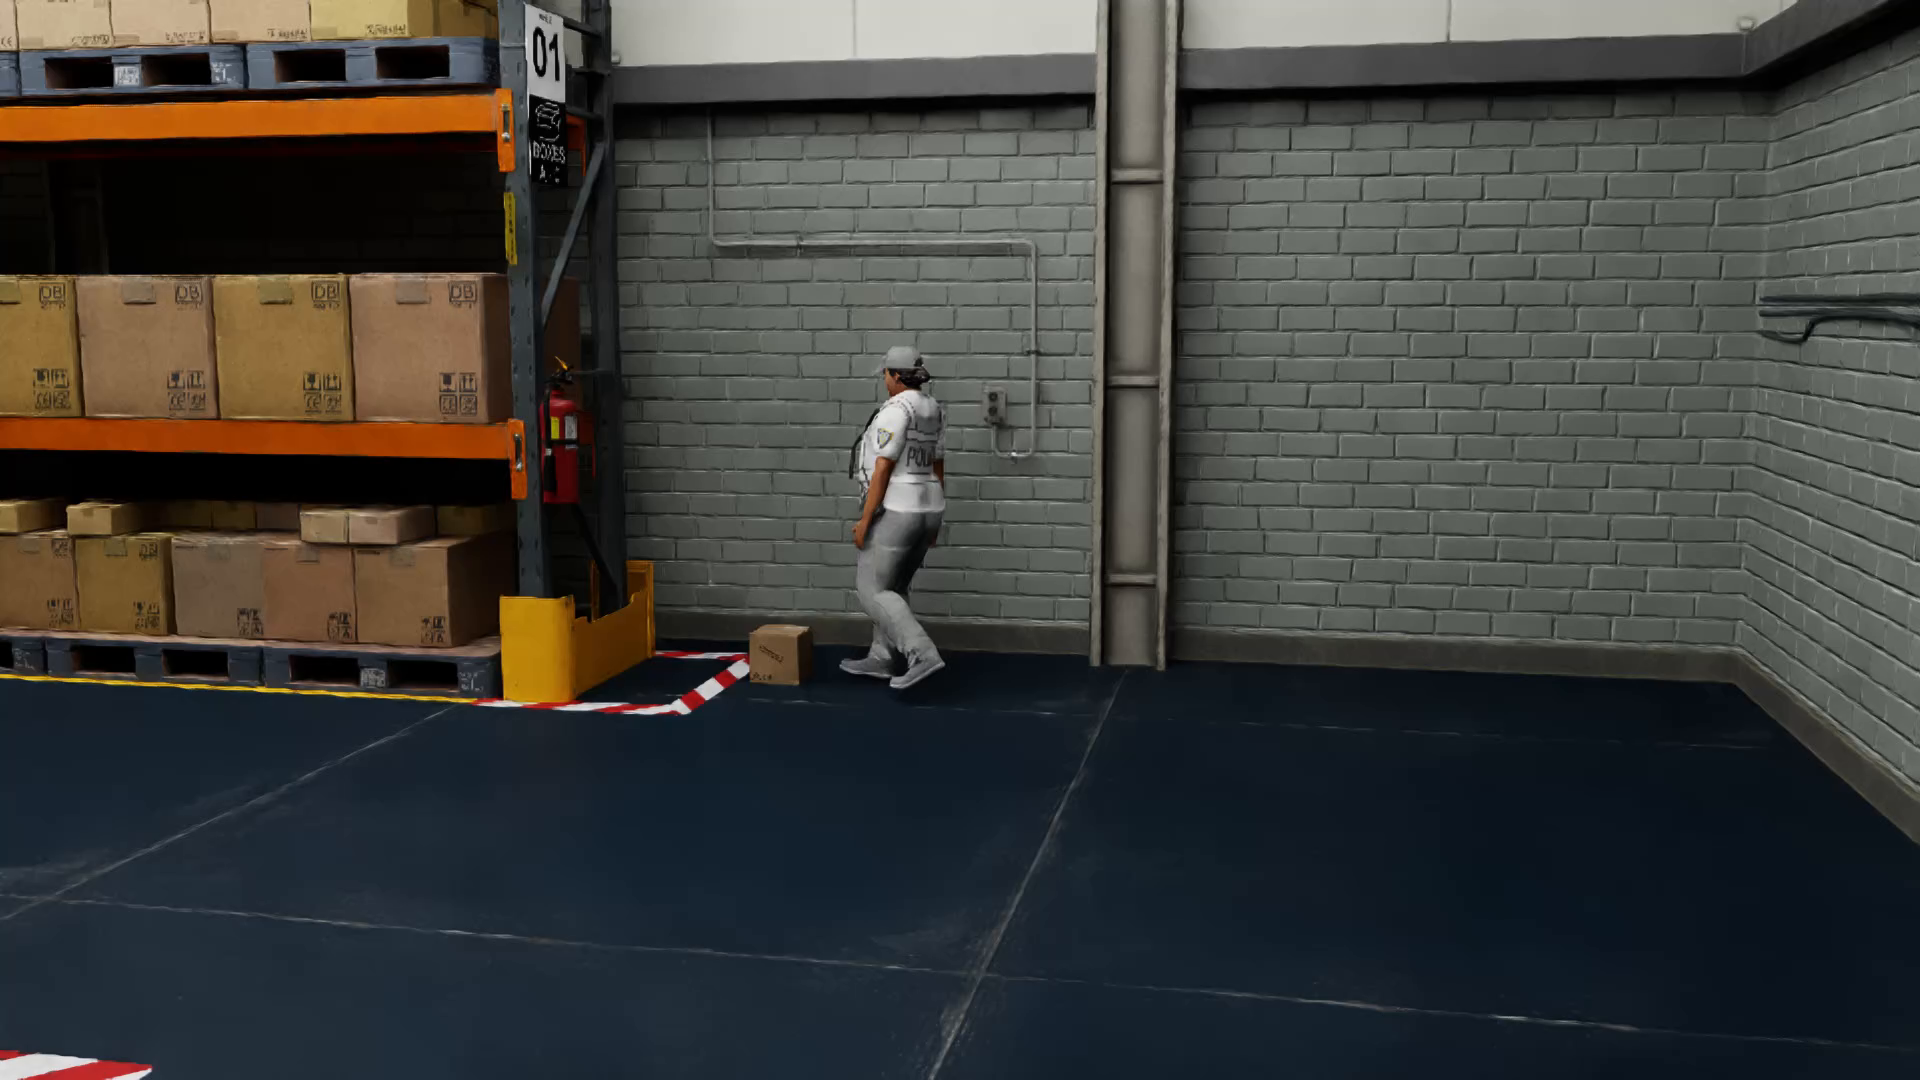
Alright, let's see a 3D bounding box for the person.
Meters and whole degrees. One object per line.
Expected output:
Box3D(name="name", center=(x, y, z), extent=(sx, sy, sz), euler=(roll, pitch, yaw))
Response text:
Box3D(name="person", center=(-0.318, -0.110, 7.990), extent=(0.736, 1.649, 0.506), euler=(4, 9, 28))
